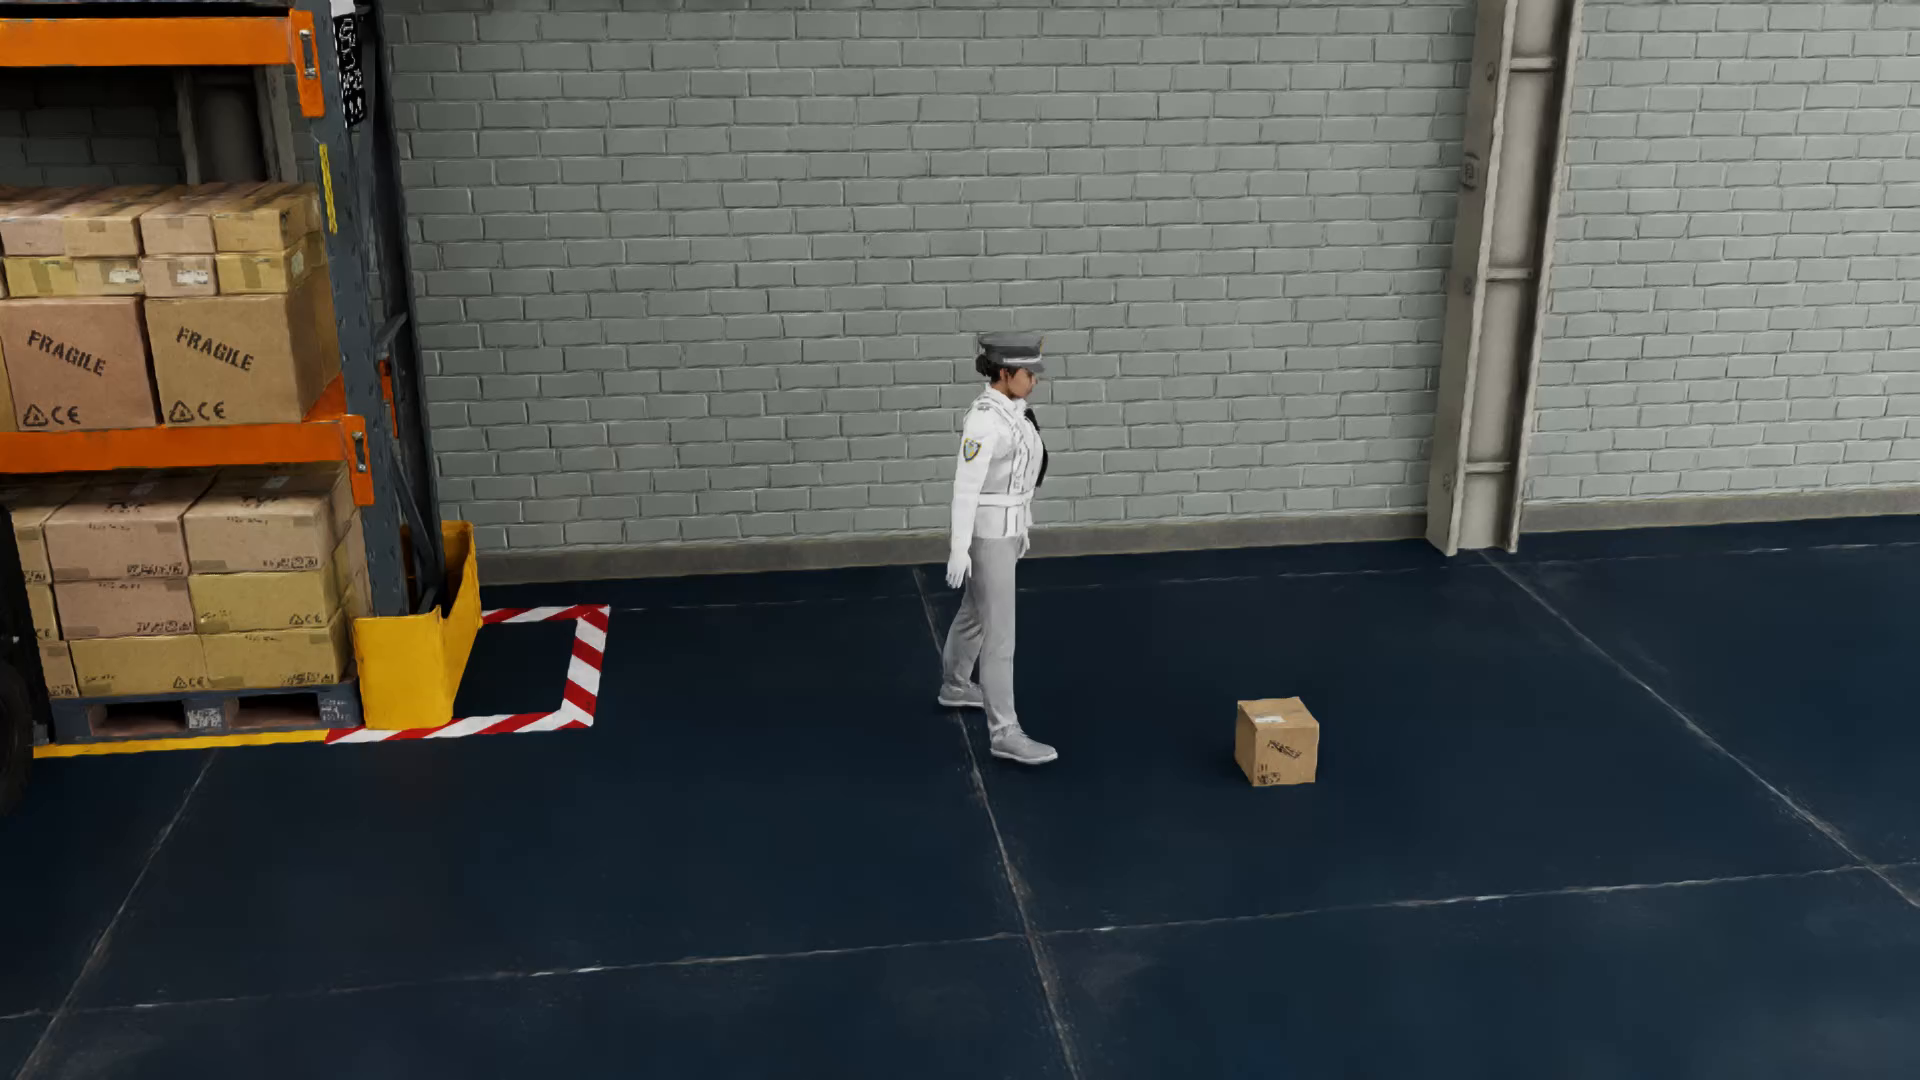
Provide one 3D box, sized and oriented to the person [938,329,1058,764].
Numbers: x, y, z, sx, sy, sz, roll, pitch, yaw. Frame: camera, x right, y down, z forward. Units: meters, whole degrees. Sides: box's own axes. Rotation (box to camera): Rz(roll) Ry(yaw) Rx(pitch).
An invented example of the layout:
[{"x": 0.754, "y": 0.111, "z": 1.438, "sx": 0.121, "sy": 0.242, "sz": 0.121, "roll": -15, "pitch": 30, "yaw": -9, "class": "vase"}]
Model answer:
[{"x": 0.159, "y": 0.003, "z": 6.518, "sx": 0.622, "sy": 1.649, "sz": 0.649, "roll": 6, "pitch": 21, "yaw": 16, "class": "person"}]
